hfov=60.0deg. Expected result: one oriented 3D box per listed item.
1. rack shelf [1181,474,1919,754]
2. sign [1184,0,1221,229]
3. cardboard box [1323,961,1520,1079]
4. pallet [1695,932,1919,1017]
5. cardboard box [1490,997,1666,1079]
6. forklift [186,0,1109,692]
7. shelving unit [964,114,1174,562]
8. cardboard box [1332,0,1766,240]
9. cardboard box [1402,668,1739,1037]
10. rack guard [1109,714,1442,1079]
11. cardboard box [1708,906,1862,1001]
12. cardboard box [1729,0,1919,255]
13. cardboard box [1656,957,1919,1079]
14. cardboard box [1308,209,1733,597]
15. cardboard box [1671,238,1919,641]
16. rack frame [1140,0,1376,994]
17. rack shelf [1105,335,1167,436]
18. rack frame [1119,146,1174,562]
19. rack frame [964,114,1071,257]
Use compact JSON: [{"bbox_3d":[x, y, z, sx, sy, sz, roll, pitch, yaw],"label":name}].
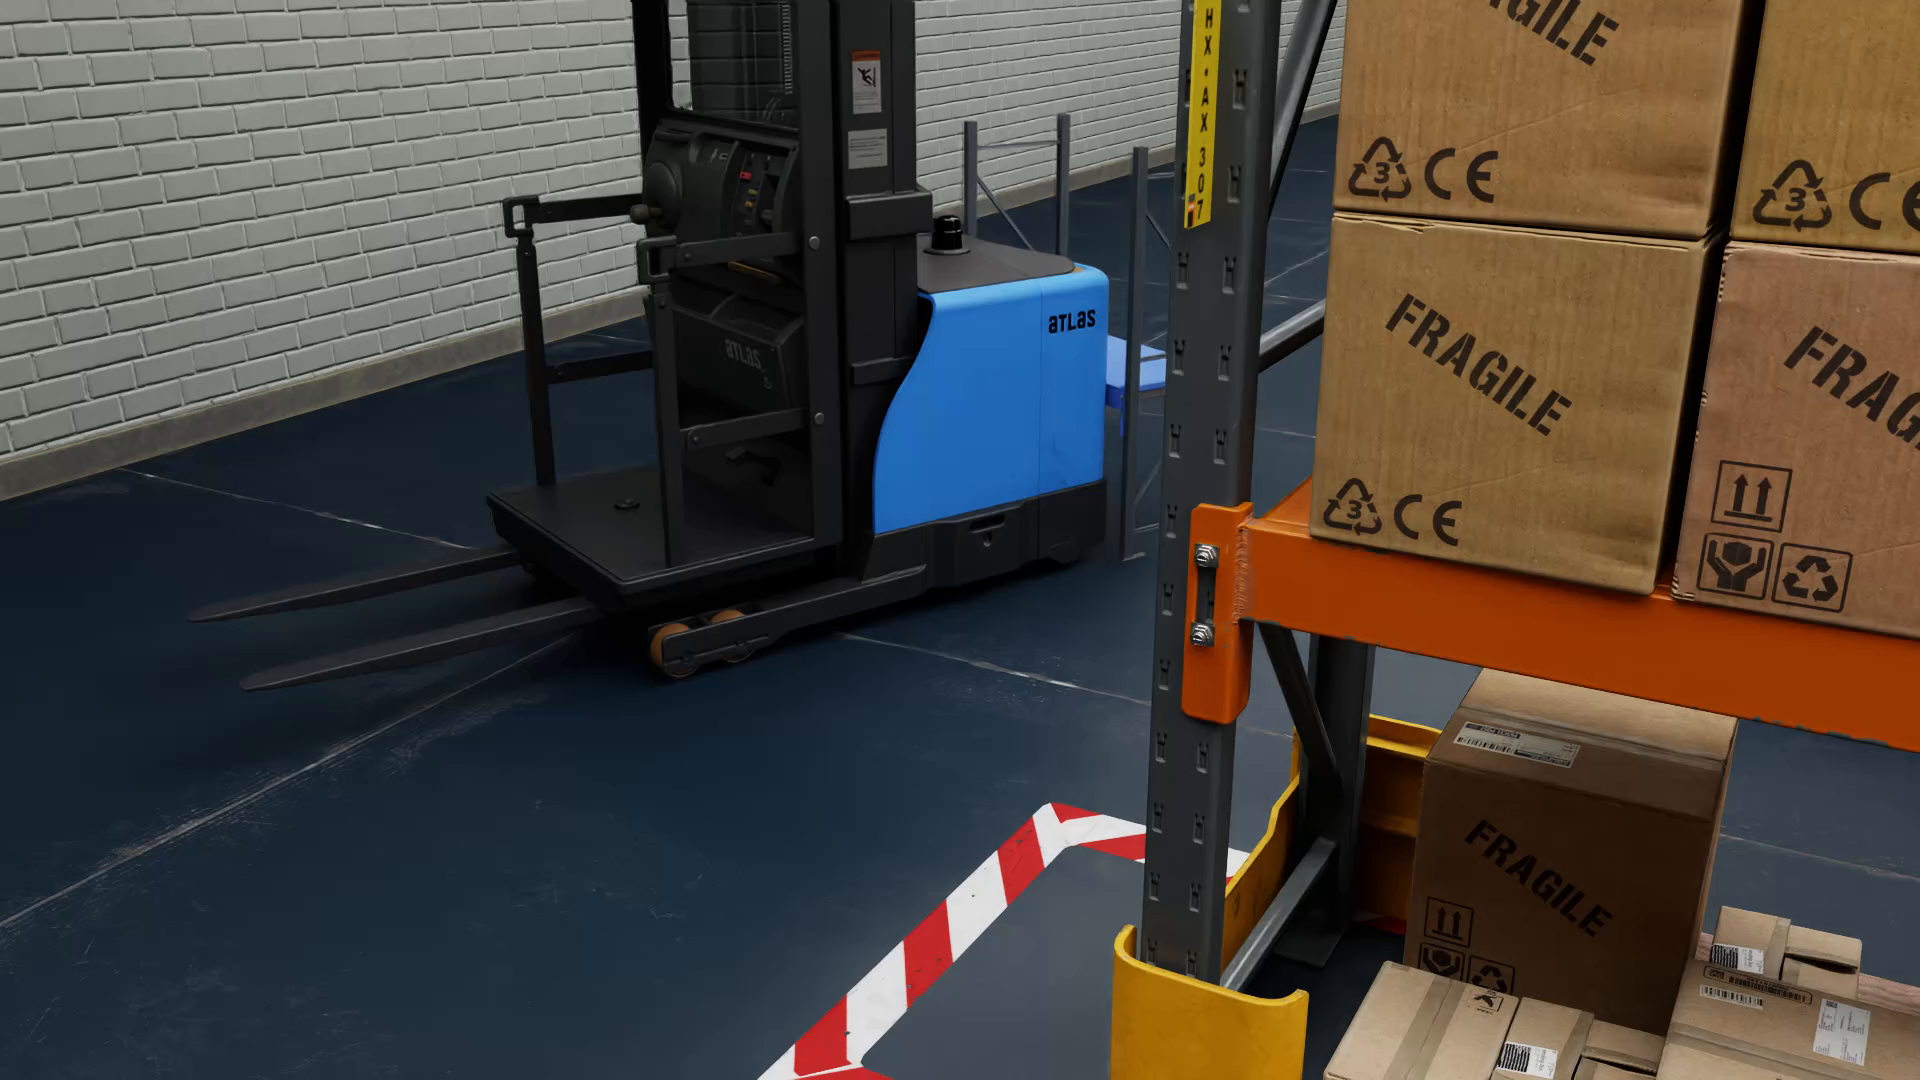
[{"bbox_3d":[2.363,0.297,2.203,4.000,0.370,1.077,11,23,27],"label":"rack shelf"},{"bbox_3d":[0.352,-0.619,2.404,0.005,0.325,0.100,11,23,27],"label":"sign"},{"bbox_3d":[0.815,0.931,2.934,0.250,0.149,0.380,11,23,27],"label":"cardboard box"},{"bbox_3d":[1.380,1.082,3.073,1.213,0.211,1.003,11,23,27],"label":"pallet"},{"bbox_3d":[1.033,0.965,2.817,0.250,0.166,0.380,11,23,27],"label":"cardboard box"},{"bbox_3d":[-0.948,-1.152,5.244,3.031,2.935,1.130,-14,24,-34],"label":"forklift"},{"bbox_3d":[0.516,-0.818,6.422,0.538,1.500,1.048,-13,24,-32],"label":"shelving unit"},{"bbox_3d":[0.876,-0.739,2.390,0.500,0.500,0.500,12,23,29],"label":"cardboard box"},{"bbox_3d":[1.212,0.611,3.301,0.500,0.500,0.500,11,23,27],"label":"cardboard box"},{"bbox_3d":[0.683,0.814,3.388,0.348,0.500,1.175,11,23,27],"label":"rack guard"},{"bbox_3d":[1.521,0.862,3.099,0.250,0.166,0.380,11,23,27],"label":"cardboard box"},{"bbox_3d":[1.336,-0.654,2.156,0.500,0.500,0.500,11,23,28],"label":"cardboard box"},{"bbox_3d":[1.390,0.970,2.680,0.500,0.250,0.500,11,23,27],"label":"cardboard box"},{"bbox_3d":[0.876,-0.269,2.560,0.500,0.500,0.500,11,23,28],"label":"cardboard box"},{"bbox_3d":[1.329,-0.184,2.328,0.500,0.500,0.500,11,22,27],"label":"cardboard box"},{"bbox_3d":[0.617,-0.374,2.997,0.127,3.000,1.000,11,23,27],"label":"rack frame"},{"bbox_3d":[0.516,-0.649,6.483,0.538,0.185,1.000,-13,24,-32],"label":"rack shelf"},{"bbox_3d":[0.803,-0.675,6.027,0.500,1.500,0.032,-13,24,-32],"label":"rack frame"},{"bbox_3d":[0.230,-0.962,6.817,0.500,1.500,0.032,-13,24,-32],"label":"rack frame"}]
